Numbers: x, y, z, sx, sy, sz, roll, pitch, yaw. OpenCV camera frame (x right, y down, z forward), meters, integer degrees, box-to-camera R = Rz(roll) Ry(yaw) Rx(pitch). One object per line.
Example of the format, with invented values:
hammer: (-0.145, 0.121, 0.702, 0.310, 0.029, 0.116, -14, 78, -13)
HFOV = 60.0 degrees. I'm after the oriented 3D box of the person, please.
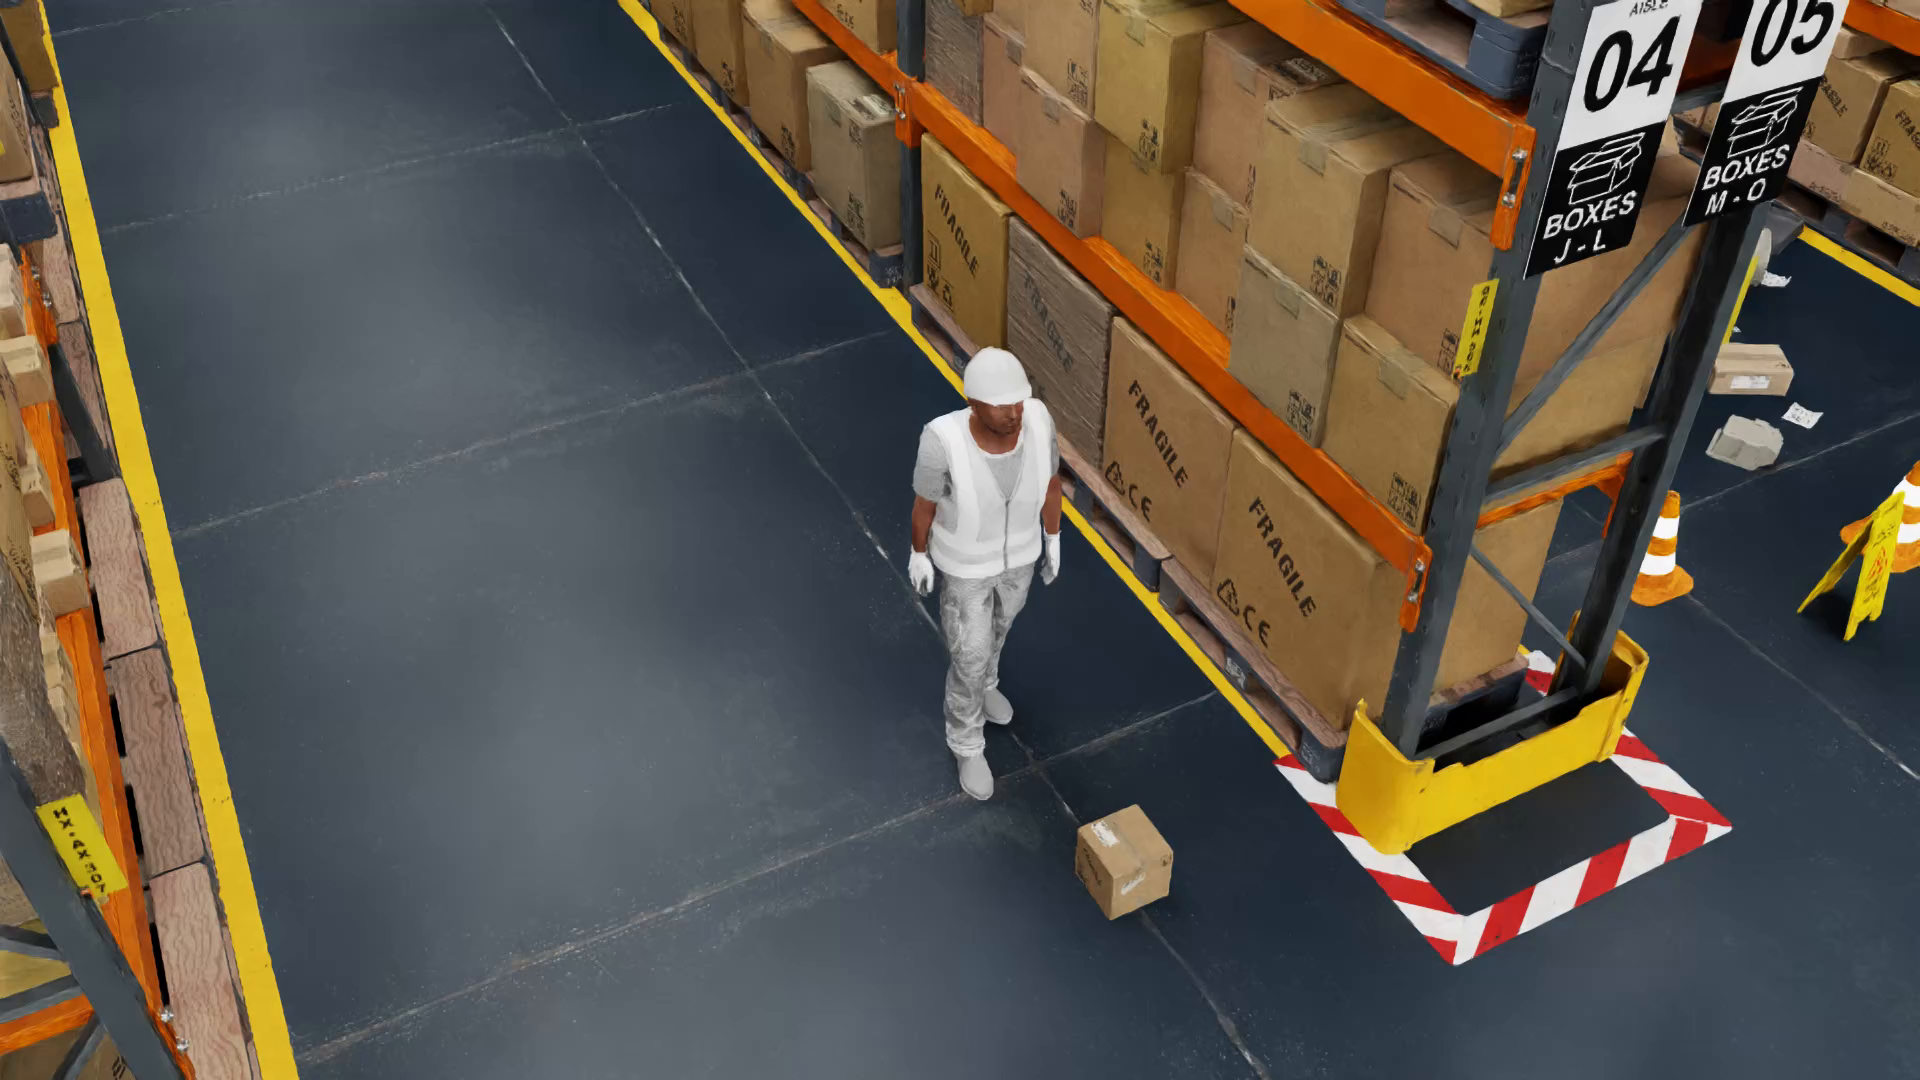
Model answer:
person: (0.141, 0.090, 6.038, 0.560, 1.801, 0.583, -19, 44, -21)
